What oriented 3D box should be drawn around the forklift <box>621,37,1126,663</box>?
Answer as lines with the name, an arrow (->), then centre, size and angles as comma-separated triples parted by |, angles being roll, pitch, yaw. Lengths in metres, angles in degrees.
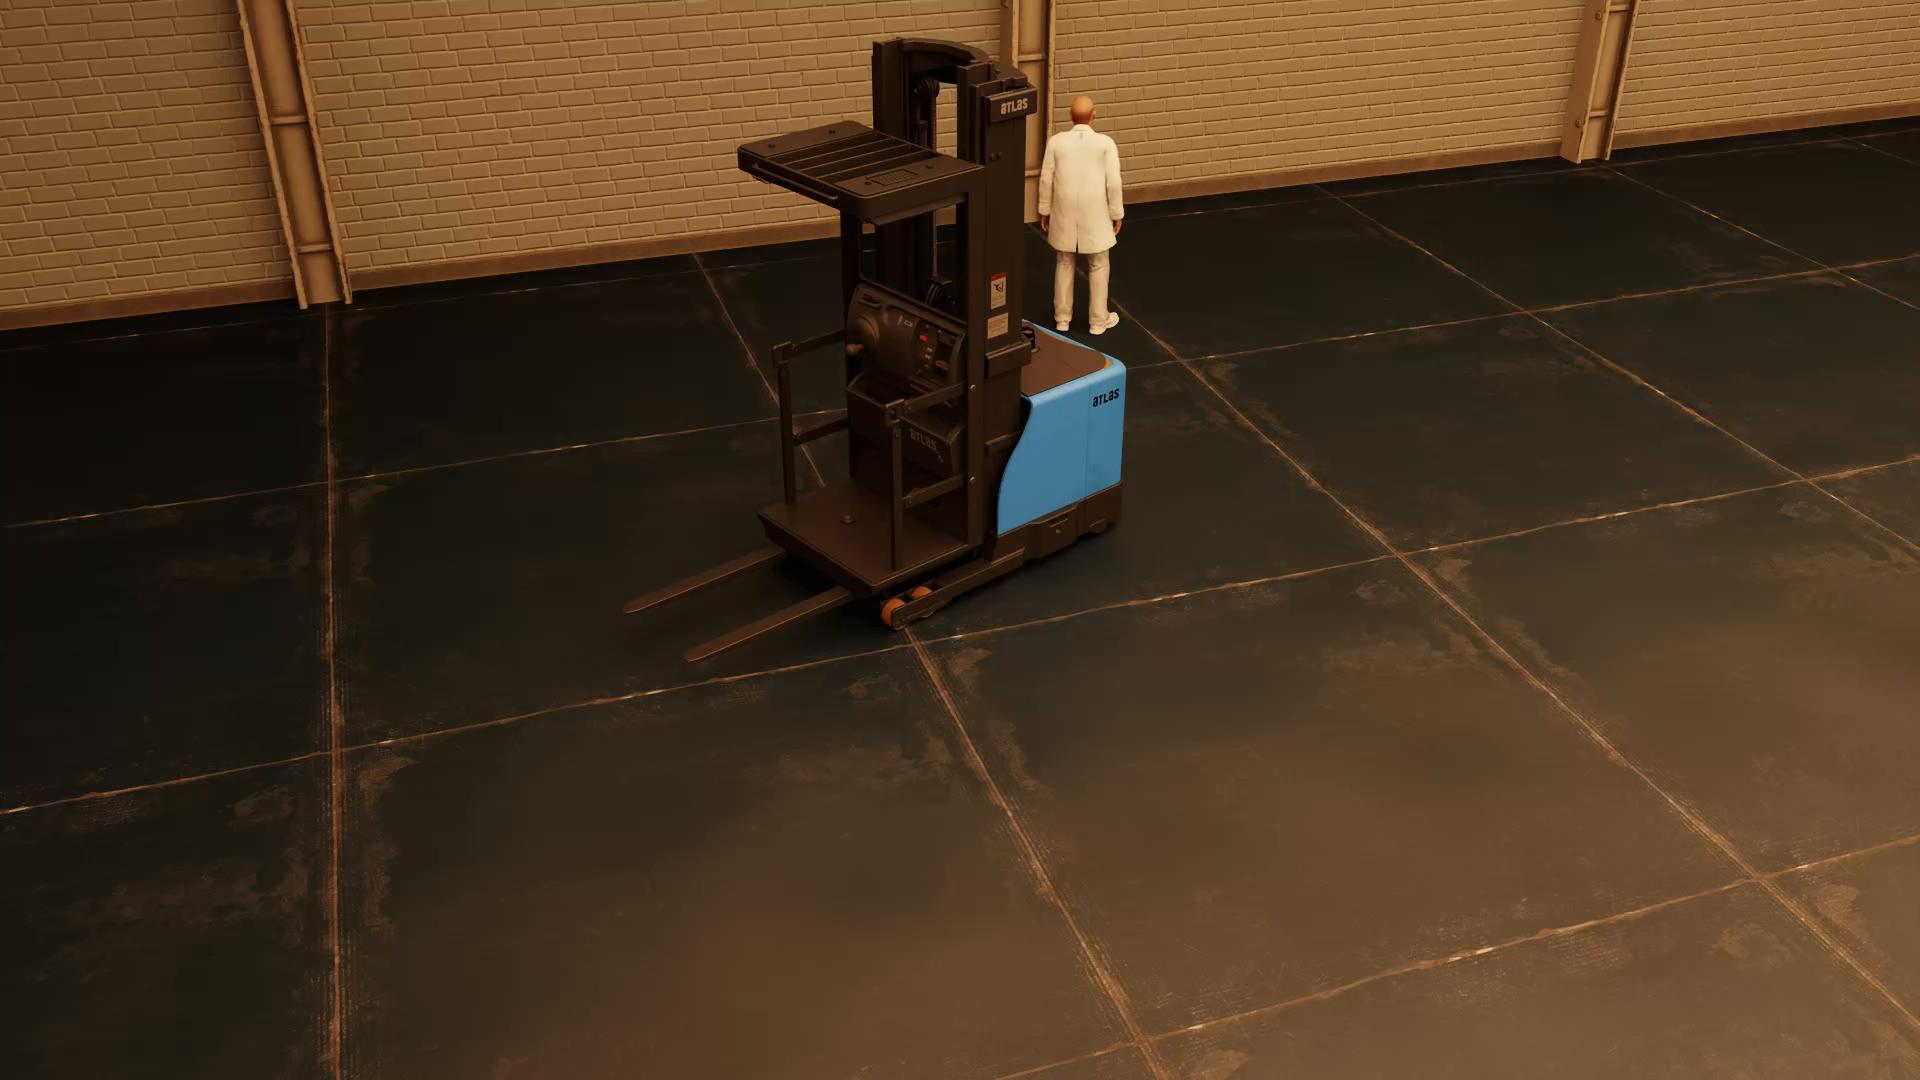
forklift -> -0.461, -1.072, 8.951 | 3.031, 2.935, 1.130 | -23, 37, -34

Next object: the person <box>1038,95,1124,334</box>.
person -> 0.903, -2.433, 12.476 | 0.654, 1.774, 0.429 | 7, 31, 12
